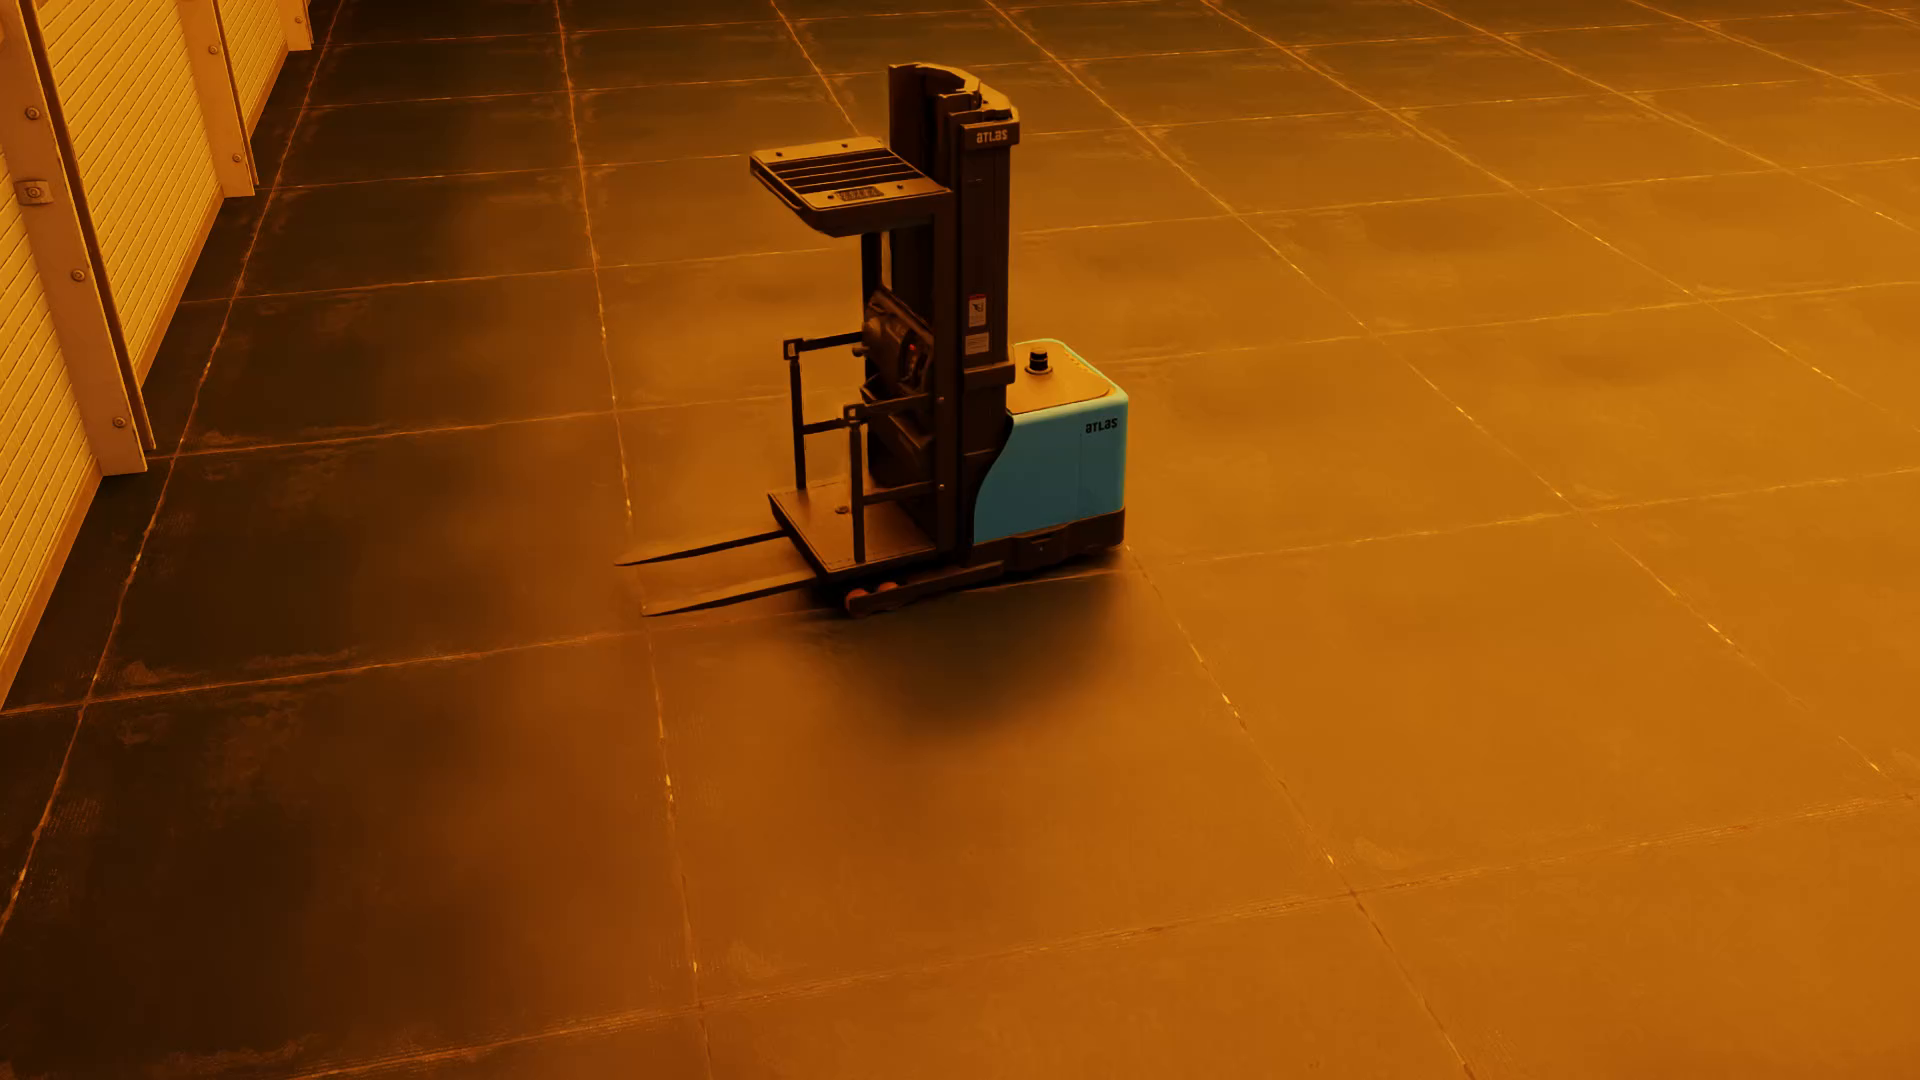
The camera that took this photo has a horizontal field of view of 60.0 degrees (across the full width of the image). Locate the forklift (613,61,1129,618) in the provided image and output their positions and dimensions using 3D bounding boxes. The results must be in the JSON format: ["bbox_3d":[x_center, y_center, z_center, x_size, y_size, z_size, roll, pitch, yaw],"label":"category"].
[{"bbox_3d":[-0.542,-1.116,9.502,3.031,2.935,1.130,-13,32,-21],"label":"forklift"}]
